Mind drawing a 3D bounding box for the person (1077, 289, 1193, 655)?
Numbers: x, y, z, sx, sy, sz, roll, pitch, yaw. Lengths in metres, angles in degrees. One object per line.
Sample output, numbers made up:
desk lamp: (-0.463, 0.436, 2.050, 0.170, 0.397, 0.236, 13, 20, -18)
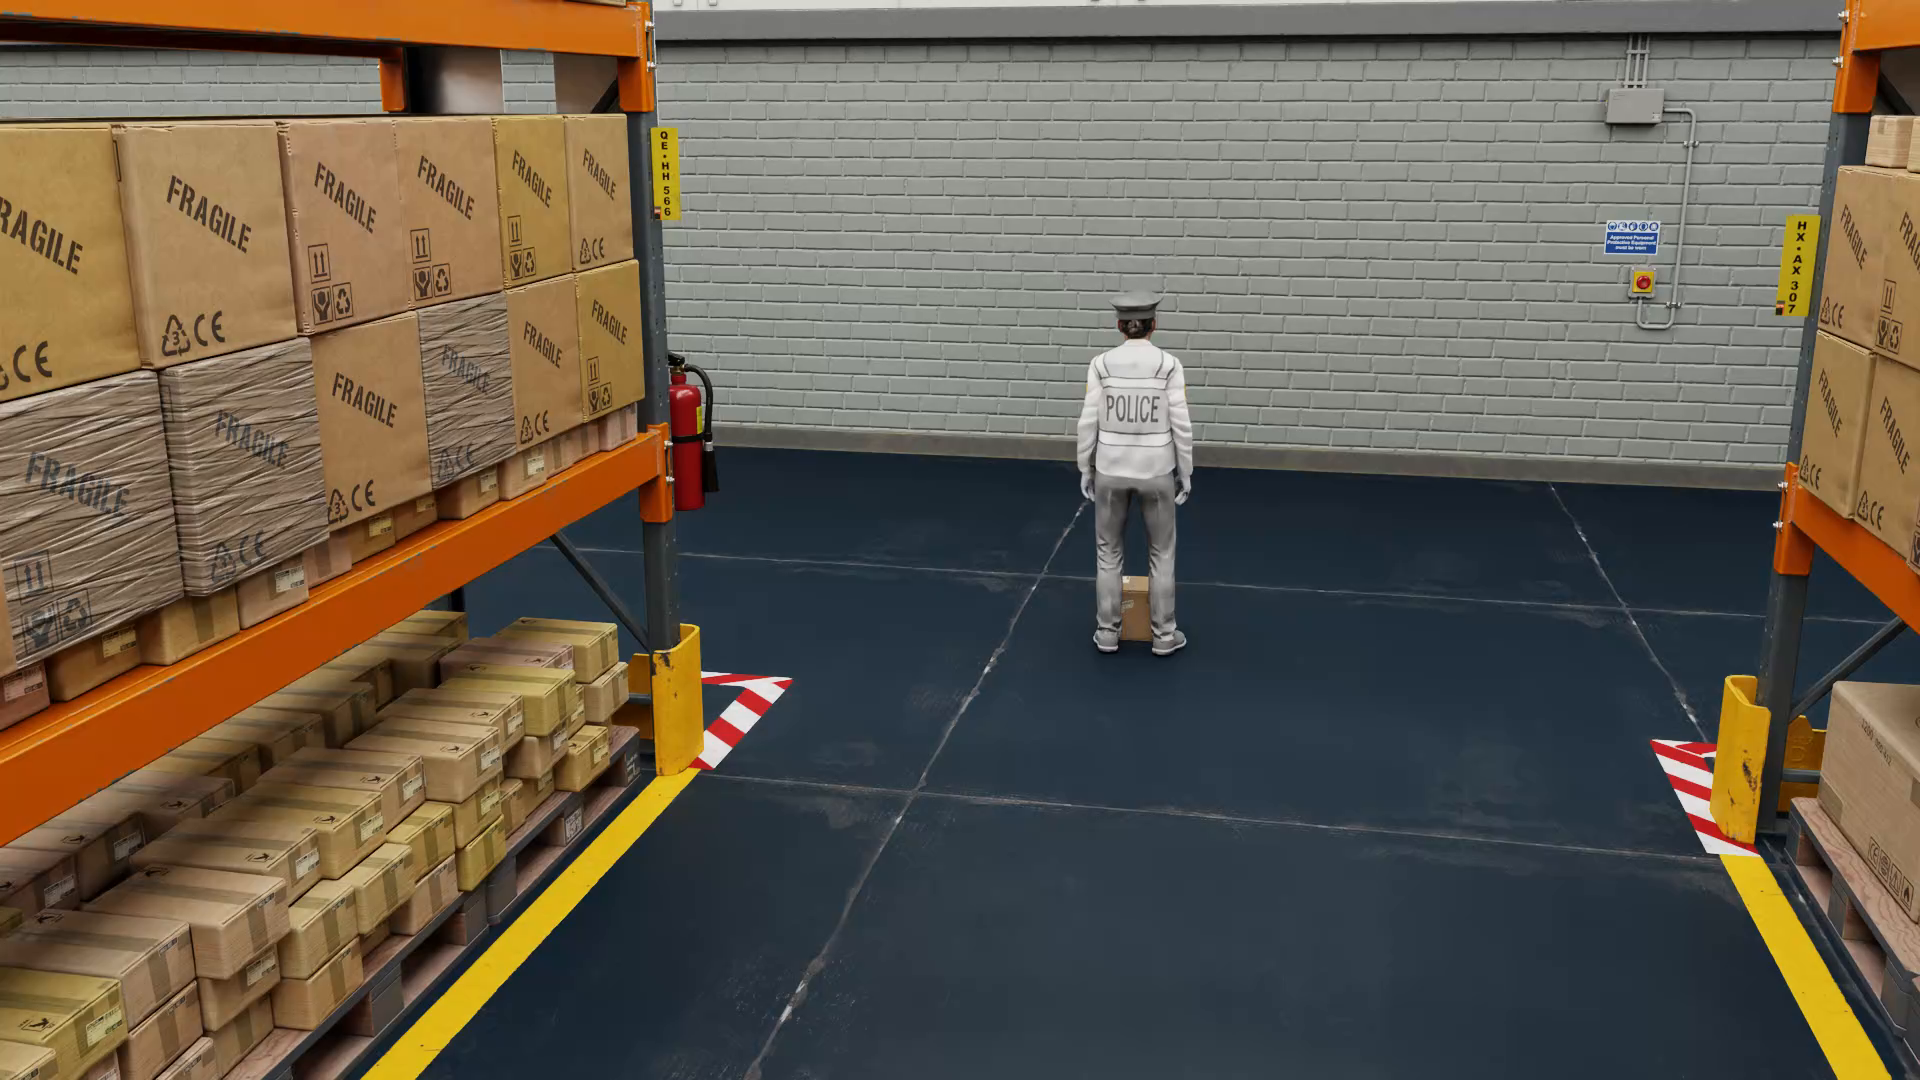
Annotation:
person: (0.800, -0.295, 7.621, 0.528, 1.664, 0.372, 3, 15, 11)
